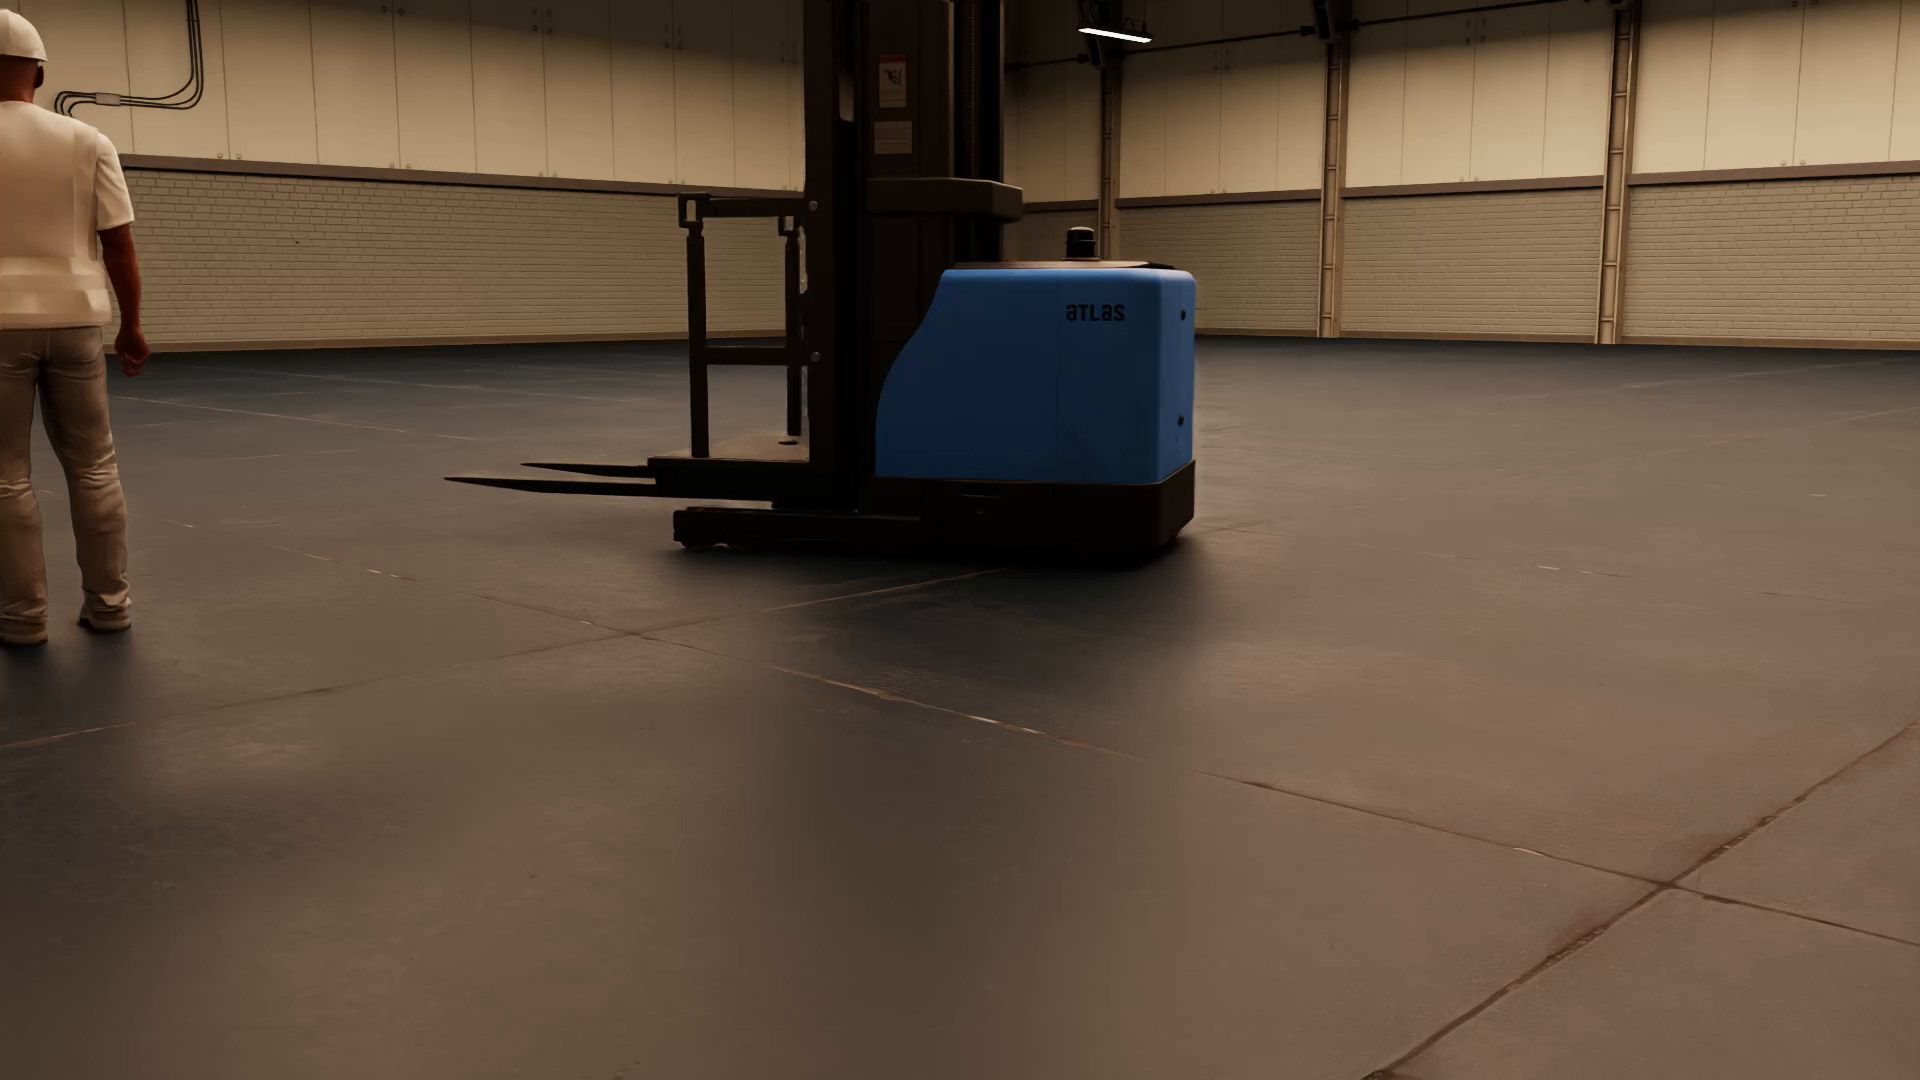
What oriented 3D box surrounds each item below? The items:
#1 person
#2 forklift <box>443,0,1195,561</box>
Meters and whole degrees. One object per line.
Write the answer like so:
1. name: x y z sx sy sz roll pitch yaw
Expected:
1. person: -2.671 -0.599 4.771 0.614 1.771 0.387 -8 12 -44
2. forklift: -0.611 -1.472 6.652 3.031 2.935 1.130 2 9 16
